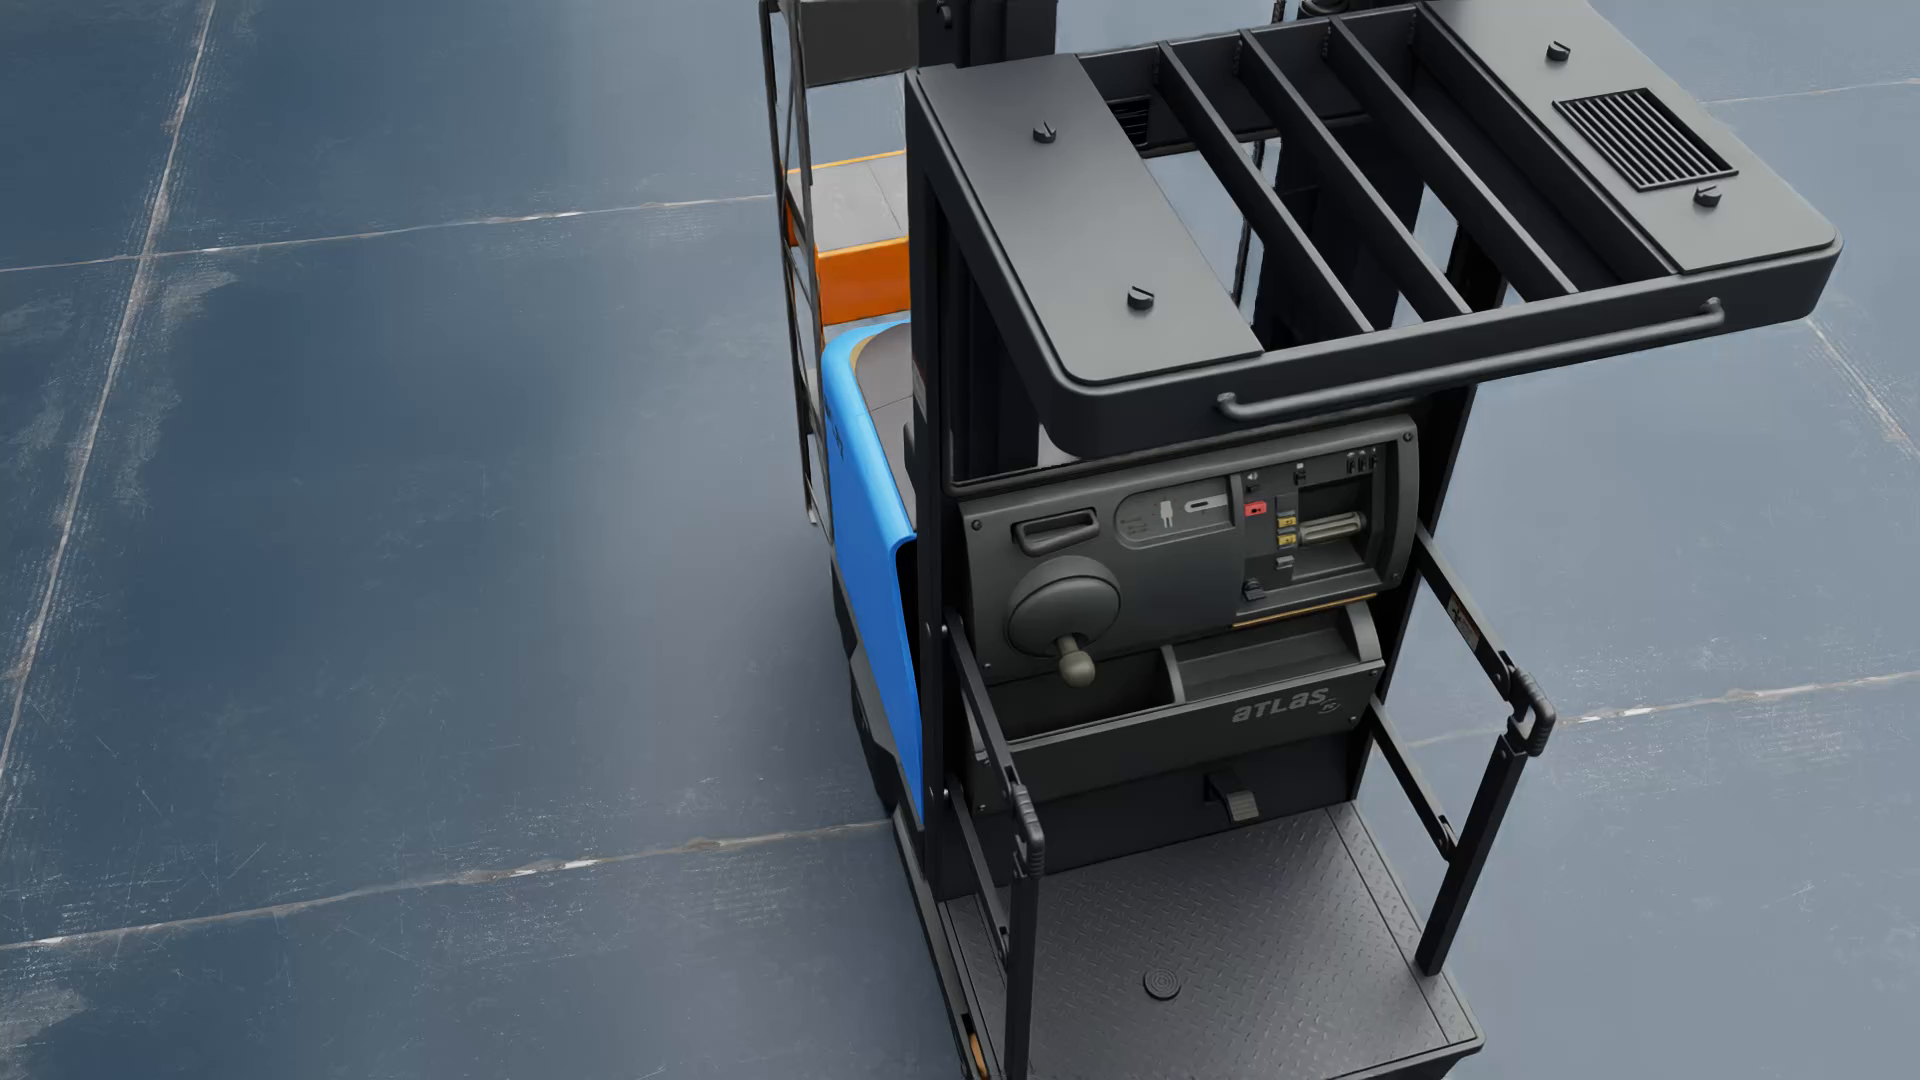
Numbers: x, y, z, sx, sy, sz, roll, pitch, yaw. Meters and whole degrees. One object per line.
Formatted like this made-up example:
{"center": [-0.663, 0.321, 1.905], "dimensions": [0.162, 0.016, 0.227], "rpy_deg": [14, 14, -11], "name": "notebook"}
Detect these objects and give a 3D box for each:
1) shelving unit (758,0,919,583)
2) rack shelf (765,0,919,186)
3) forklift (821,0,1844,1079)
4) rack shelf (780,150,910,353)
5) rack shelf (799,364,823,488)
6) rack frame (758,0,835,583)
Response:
{"center": [-0.198, -0.754, 4.518], "dimensions": [0.503, 2.100, 0.431], "rpy_deg": [-13, 47, -12], "name": "shelving unit"}
{"center": [-0.198, -1.230, 4.024], "dimensions": [0.480, 0.518, 0.431], "rpy_deg": [-13, 47, -12], "name": "rack shelf"}
{"center": [0.521, 0.121, 3.098], "dimensions": [1.130, 2.935, 3.031], "rpy_deg": [-12, 47, -11], "name": "forklift"}
{"center": [-0.198, -0.744, 4.528], "dimensions": [0.480, 0.518, 0.431], "rpy_deg": [-13, 47, -12], "name": "rack shelf"}
{"center": [-0.198, -0.259, 5.032], "dimensions": [0.480, 0.518, 0.431], "rpy_deg": [-13, 47, -12], "name": "rack shelf"}
{"center": [-0.431, -0.701, 4.467], "dimensions": [0.015, 2.100, 0.400], "rpy_deg": [-13, 47, -12], "name": "rack frame"}
